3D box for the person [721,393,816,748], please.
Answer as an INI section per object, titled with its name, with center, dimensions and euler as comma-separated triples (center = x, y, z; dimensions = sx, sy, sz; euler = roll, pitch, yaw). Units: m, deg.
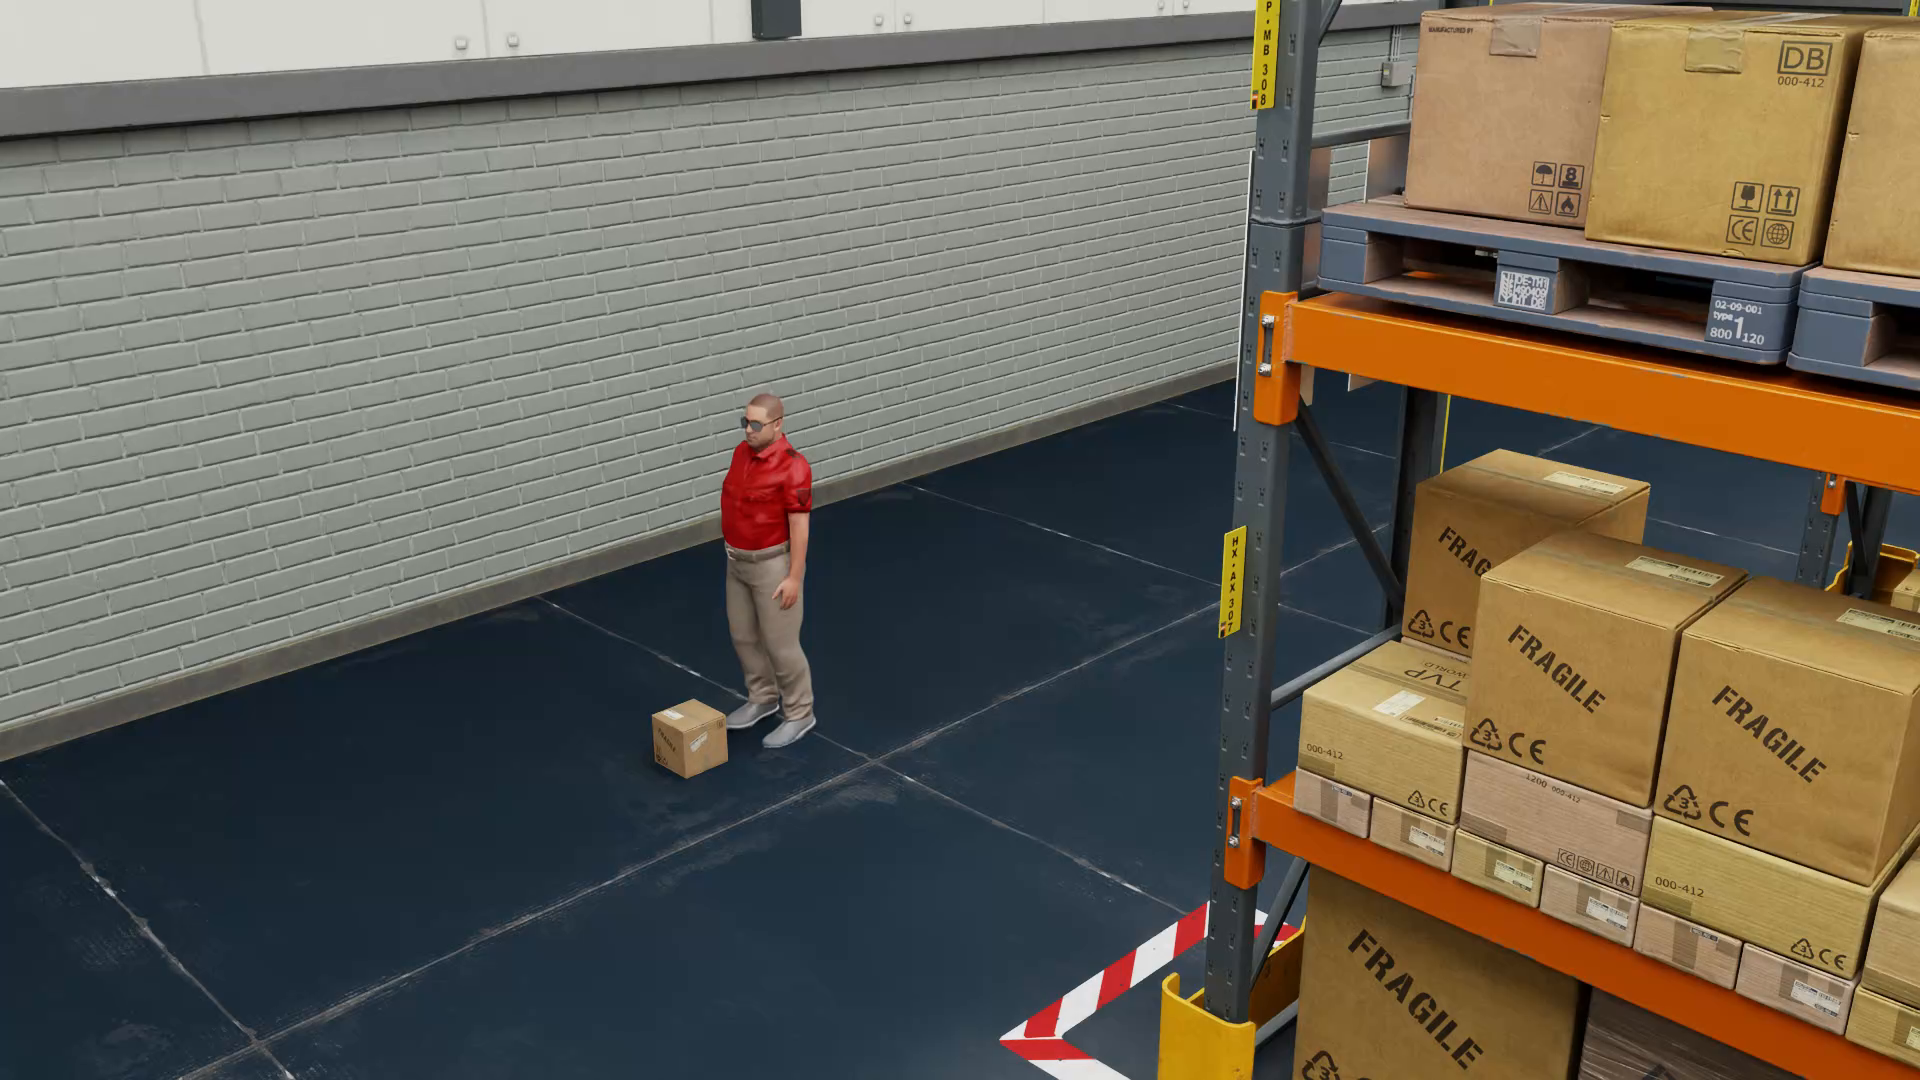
[person]
center = -0.939, 0.147, 7.986
dimensions = 0.363, 1.739, 0.527
euler = -19, 28, -41
